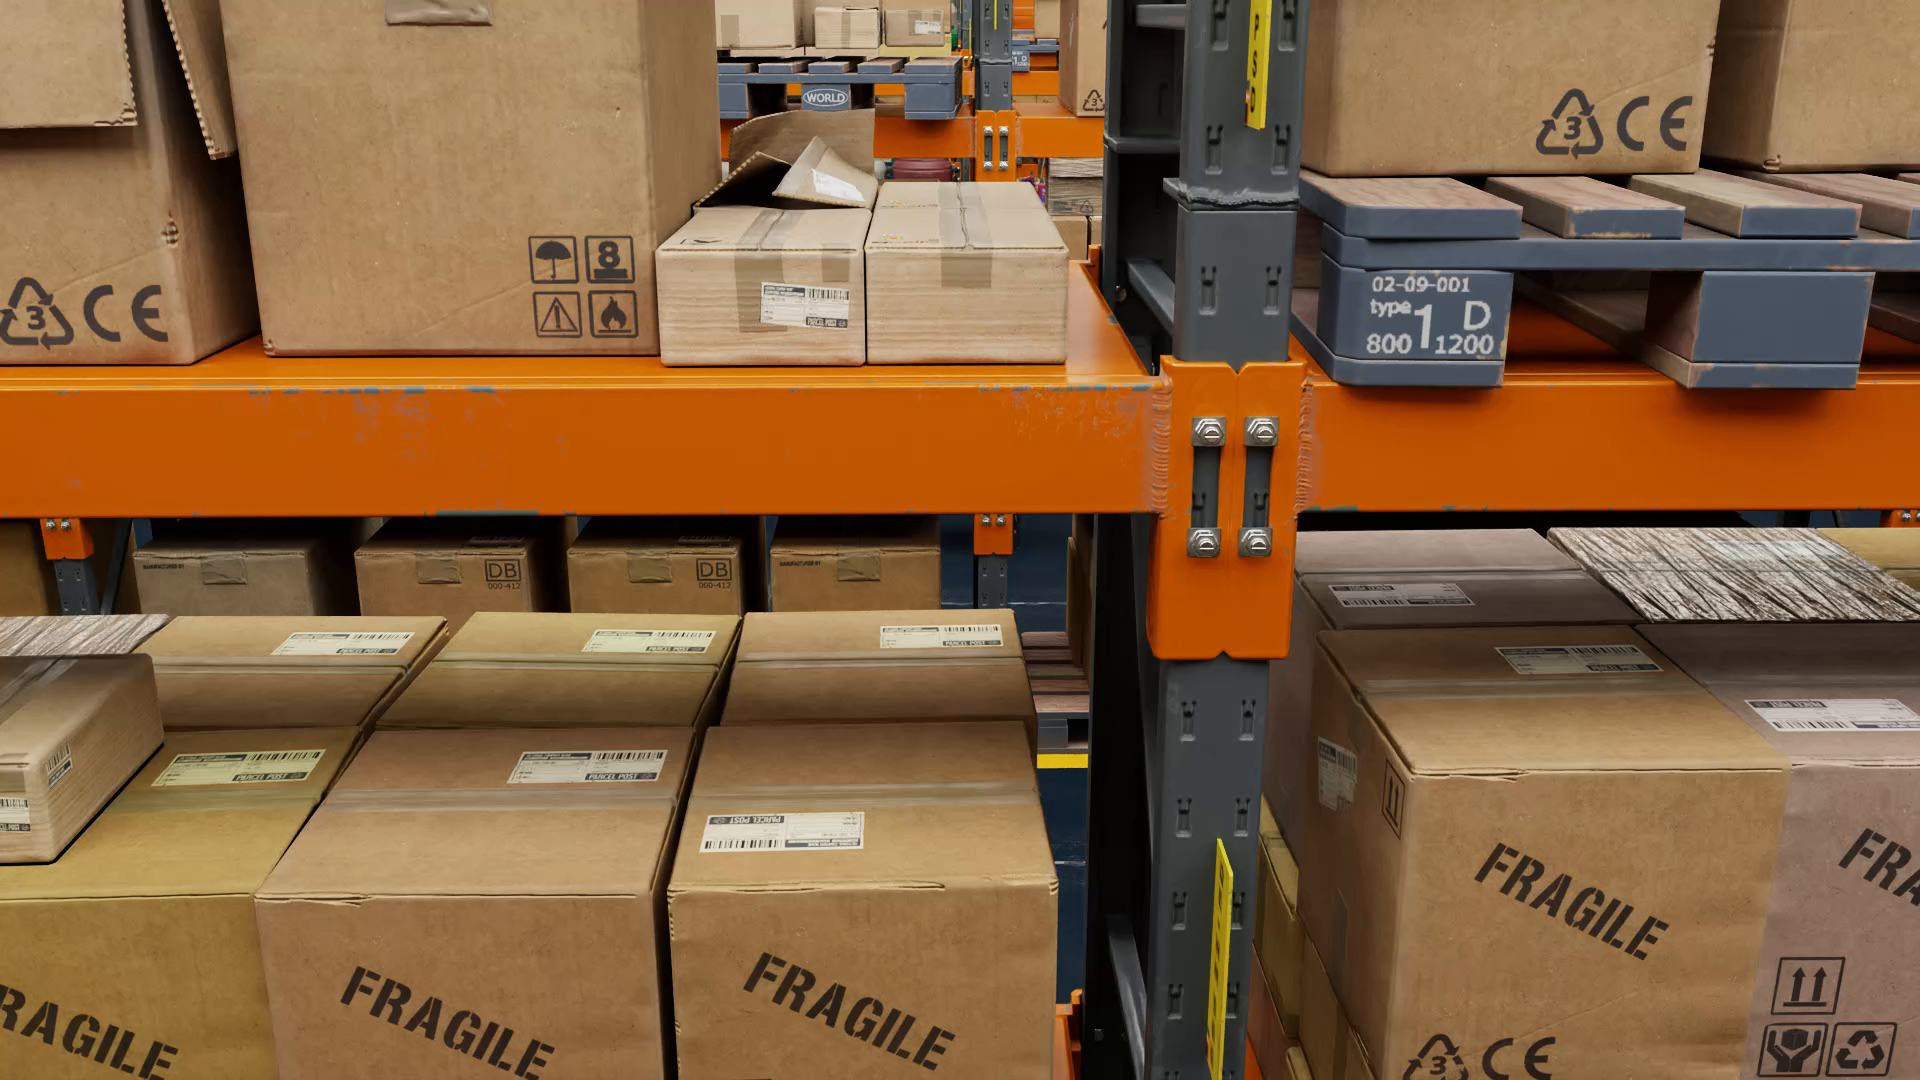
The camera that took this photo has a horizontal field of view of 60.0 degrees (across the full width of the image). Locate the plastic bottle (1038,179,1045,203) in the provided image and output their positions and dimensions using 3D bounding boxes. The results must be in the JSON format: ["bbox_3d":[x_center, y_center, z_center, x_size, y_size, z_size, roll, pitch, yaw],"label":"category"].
[{"bbox_3d":[0.849,-3.474,16.659,0.133,0.283,0.061,0,18,-1],"label":"plastic bottle"}]

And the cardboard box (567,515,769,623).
[{"bbox_3d":[-1.348,0.241,7.881,0.750,0.750,1.050,0,18,0],"label":"cardboard box"}]

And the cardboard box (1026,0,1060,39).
[{"bbox_3d":[0.768,-3.829,11.805,0.637,0.503,0.797,1,18,2],"label":"cardboard box"}]

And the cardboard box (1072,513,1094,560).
[{"bbox_3d":[0.817,-0.061,8.004,0.500,0.250,0.500,-1,18,-2],"label":"cardboard box"}]

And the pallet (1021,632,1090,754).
[{"bbox_3d":[0.918,0.714,7.977,1.213,0.211,1.003,0,18,-1],"label":"pallet"}]

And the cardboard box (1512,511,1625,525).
[{"bbox_3d":[2.861,-0.071,8.034,0.500,0.250,0.500,0,18,1],"label":"cardboard box"}]

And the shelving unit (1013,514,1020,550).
[{"bbox_3d":[-0.007,-0.714,10.318,0.755,1.500,0.431,0,18,-1],"label":"shelving unit"}]

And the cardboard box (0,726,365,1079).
[{"bbox_3d":[-1.156,0.607,2.406,0.500,0.500,0.500,-1,18,-5],"label":"cardboard box"}]

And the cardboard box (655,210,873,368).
[{"bbox_3d":[-0.244,-0.339,2.194,0.250,0.149,0.380,0,18,-1],"label":"cardboard box"}]

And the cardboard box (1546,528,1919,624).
[{"bbox_3d":[1.342,0.289,2.934,0.500,0.500,0.500,0,18,0],"label":"cardboard box"}]

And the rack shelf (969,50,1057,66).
[{"bbox_3d":[2.081,-4.734,16.662,4.000,0.370,1.077,0,18,-1],"label":"rack shelf"}]

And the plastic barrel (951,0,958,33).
[{"bbox_3d":[-0.234,-5.213,16.792,0.421,0.512,0.421,0,18,0],"label":"plastic barrel"}]

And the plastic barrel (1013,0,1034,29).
[{"bbox_3d":[0.649,-5.474,16.398,0.708,0.830,0.600,0,18,-1],"label":"plastic barrel"}]

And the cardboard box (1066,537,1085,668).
[{"bbox_3d":[0.791,0.296,8.118,0.500,0.500,0.500,0,18,-1],"label":"cardboard box"}]

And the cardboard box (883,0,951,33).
[{"bbox_3d":[-0.314,-3.761,11.470,0.500,0.500,0.500,0,18,1],"label":"cardboard box"}]

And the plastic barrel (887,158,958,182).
[{"bbox_3d":[-0.378,-3.609,16.664,0.708,0.536,0.600,0,18,-1],"label":"plastic barrel"}]

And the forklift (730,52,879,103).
[{"bbox_3d":[-1.201,-2.886,14.745,3.031,2.935,1.130,-1,18,-3],"label":"forklift"}]

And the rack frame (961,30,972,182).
[{"bbox_3d":[0.081,-3.639,16.981,0.127,3.000,1.000,0,18,-1],"label":"rack frame"}]

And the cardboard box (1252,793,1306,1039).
[{"bbox_3d":[0.796,0.654,3.025,0.500,0.250,0.500,0,18,-1],"label":"cardboard box"}]

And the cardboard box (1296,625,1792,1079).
[{"bbox_3d":[0.813,0.449,2.436,0.500,0.500,0.500,-1,18,-3],"label":"cardboard box"}]

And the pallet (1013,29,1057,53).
[{"bbox_3d":[0.848,-4.951,16.470,1.213,0.211,1.003,0,18,-1],"label":"pallet"}]

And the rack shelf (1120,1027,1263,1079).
[{"bbox_3d":[2.316,1.233,2.970,4.000,0.370,1.077,0,18,-1],"label":"rack shelf"}]

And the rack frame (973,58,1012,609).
[{"bbox_3d":[0.137,-0.611,7.541,0.127,3.000,1.000,0,18,-1],"label":"rack frame"}]

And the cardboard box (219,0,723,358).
[{"bbox_3d":[-0.632,-0.574,2.352,0.500,0.500,0.700,0,18,-1],"label":"cardboard box"}]

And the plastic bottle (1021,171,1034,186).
[{"bbox_3d":[0.710,-3.717,17.414,0.133,0.283,0.061,0,18,-1],"label":"plastic bottle"}]

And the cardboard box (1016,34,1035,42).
[{"bbox_3d":[0.953,-6.643,21.269,0.500,0.500,0.910,0,18,-1],"label":"cardboard box"}]

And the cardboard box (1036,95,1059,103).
[{"bbox_3d":[1.435,-6.789,26.118,0.500,0.500,0.500,0,18,-1],"label":"cardboard box"}]

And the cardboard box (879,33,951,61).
[{"bbox_3d":[-0.312,-3.406,11.589,0.500,0.250,0.500,0,18,-1],"label":"cardboard box"}]

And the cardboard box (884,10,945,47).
[{"bbox_3d":[-0.200,-2.214,7.189,0.250,0.149,0.380,-1,18,-3],"label":"cardboard box"}]

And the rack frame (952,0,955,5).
[{"bbox_3d":[-0.075,-9.521,25.497,0.127,3.000,1.000,0,18,-1],"label":"rack frame"}]

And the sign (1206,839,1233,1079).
[{"bbox_3d":[0.334,0.553,2.148,0.005,0.325,0.100,0,18,-1],"label":"sign"}]

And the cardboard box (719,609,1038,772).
[{"bbox_3d":[-0.138,0.443,2.918,0.500,0.500,0.500,-1,18,-2],"label":"cardboard box"}]

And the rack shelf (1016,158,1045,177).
[{"bbox_3d":[2.007,-4.819,21.837,4.000,0.370,1.077,0,18,-1],"label":"rack shelf"}]

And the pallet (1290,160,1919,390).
[{"bbox_3d":[0.959,-0.457,2.461,1.003,0.211,1.213,1,18,2],"label":"pallet"}]

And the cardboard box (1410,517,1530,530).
[{"bbox_3d":[2.353,0.089,7.536,0.500,0.250,0.500,-1,18,-3],"label":"cardboard box"}]

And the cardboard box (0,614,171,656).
[{"bbox_3d":[-1.690,0.452,2.889,0.500,0.500,0.500,-1,18,-3],"label":"cardboard box"}]

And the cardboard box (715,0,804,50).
[{"bbox_3d":[-0.904,-2.148,6.716,0.500,0.311,0.500,0,18,-1],"label":"cardboard box"}]

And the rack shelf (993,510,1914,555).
[{"bbox_3d":[2.137,-0.278,7.681,4.000,0.370,1.077,0,18,-1],"label":"rack shelf"}]

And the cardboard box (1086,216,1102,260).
[{"bbox_3d":[1.166,-2.096,12.008,0.500,0.500,0.500,-1,18,-2],"label":"cardboard box"}]

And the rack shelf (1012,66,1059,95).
[{"bbox_3d":[2.159,-3.222,11.947,4.000,0.370,1.077,0,18,-1],"label":"rack shelf"}]

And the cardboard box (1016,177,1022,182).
[{"bbox_3d":[0.662,-5.805,26.563,0.750,0.750,0.750,-1,18,-2],"label":"cardboard box"}]

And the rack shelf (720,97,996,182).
[{"bbox_3d":[-1.863,-1.687,7.163,4.000,0.370,1.077,0,18,-1],"label":"rack shelf"}]

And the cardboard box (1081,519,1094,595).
[{"bbox_3d":[0.830,0.093,7.524,0.500,0.250,0.500,-1,18,-3],"label":"cardboard box"}]

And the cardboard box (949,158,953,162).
[{"bbox_3d":[-0.357,-5.121,21.746,0.500,0.311,0.500,1,18,3],"label":"cardboard box"}]

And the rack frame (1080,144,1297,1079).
[{"bbox_3d":[0.316,0.901,2.830,0.127,3.000,1.000,0,18,-1],"label":"rack frame"}]
